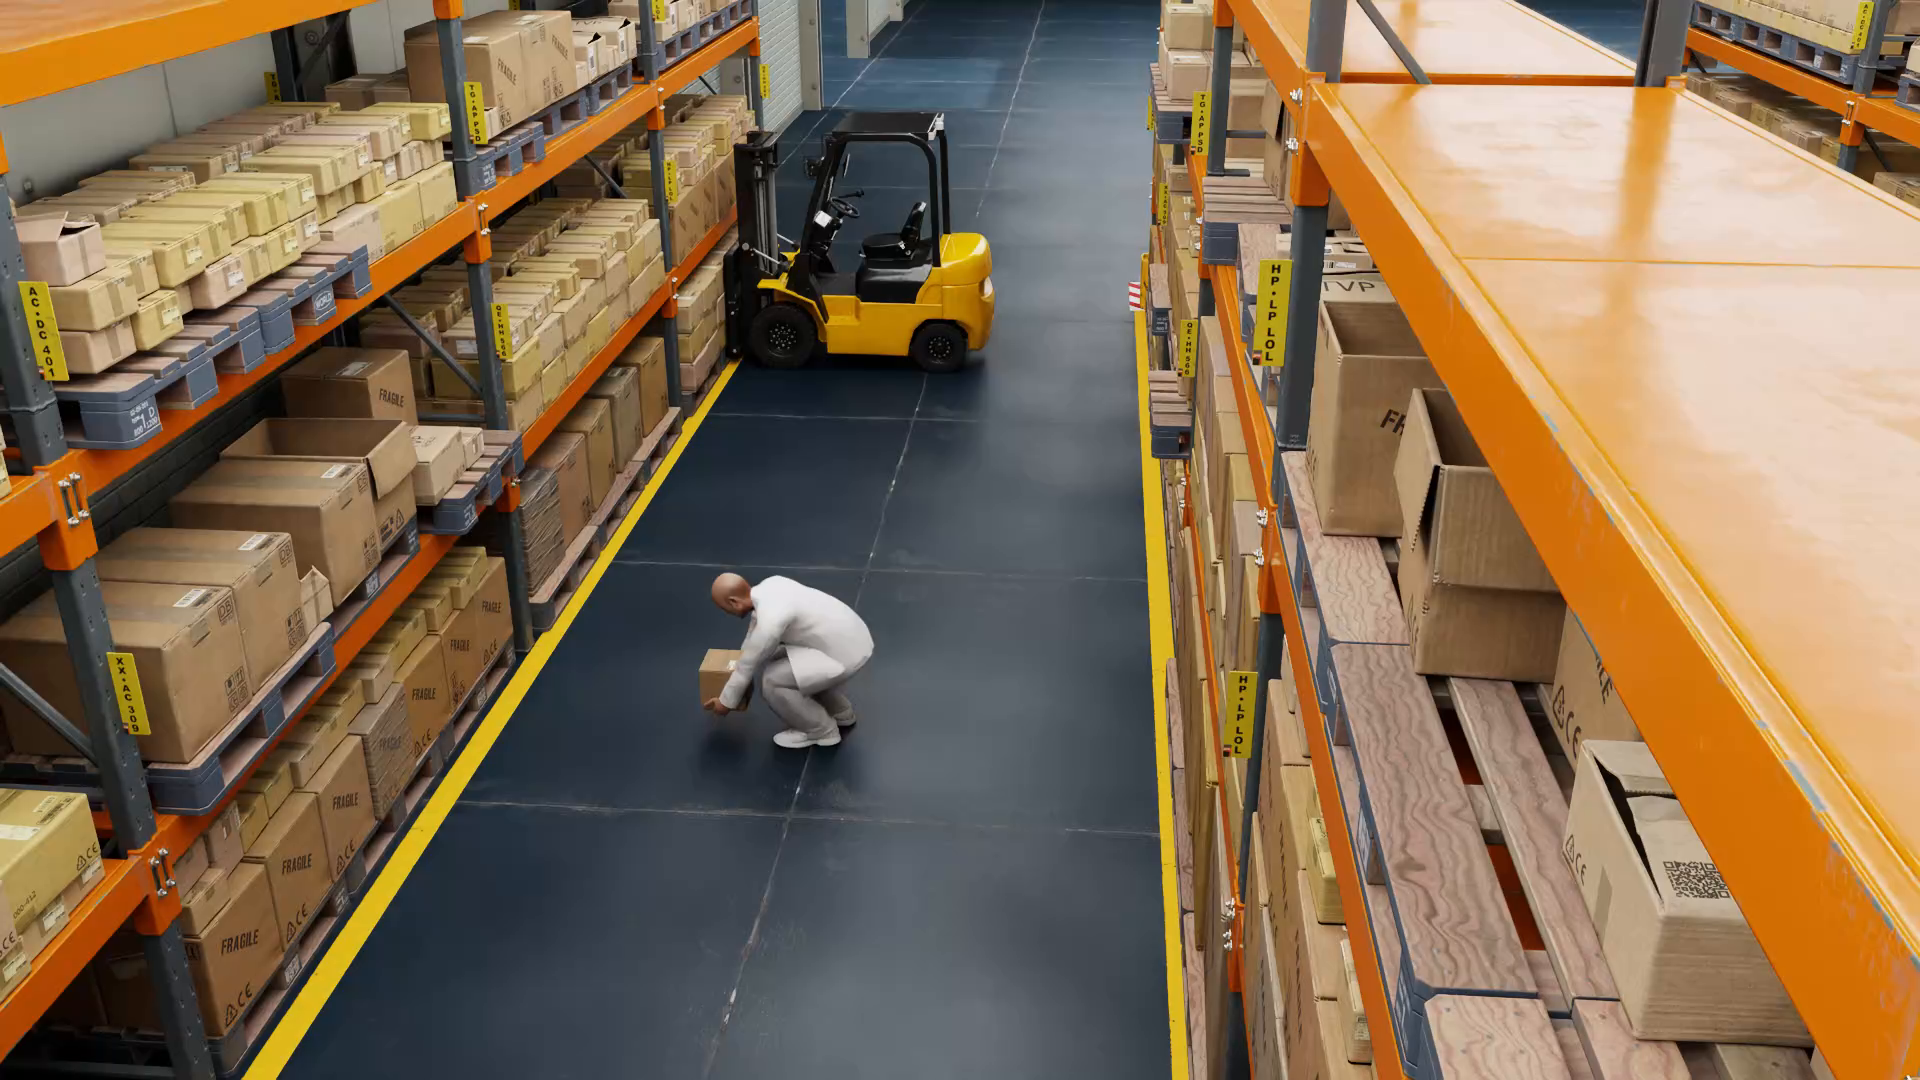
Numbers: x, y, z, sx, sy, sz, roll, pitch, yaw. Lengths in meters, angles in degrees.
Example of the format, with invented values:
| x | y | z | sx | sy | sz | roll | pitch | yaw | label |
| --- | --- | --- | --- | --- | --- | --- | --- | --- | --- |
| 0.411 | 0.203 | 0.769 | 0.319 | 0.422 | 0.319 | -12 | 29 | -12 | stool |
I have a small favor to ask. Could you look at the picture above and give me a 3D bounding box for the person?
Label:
| x | y | z | sx | sy | sz | roll | pitch | yaw | label |
| --- | --- | --- | --- | --- | --- | --- | --- | --- | --- |
| -0.942 | 0.638 | 9.178 | 0.931 | 0.983 | 0.574 | 1 | 24 | 3 | person |
